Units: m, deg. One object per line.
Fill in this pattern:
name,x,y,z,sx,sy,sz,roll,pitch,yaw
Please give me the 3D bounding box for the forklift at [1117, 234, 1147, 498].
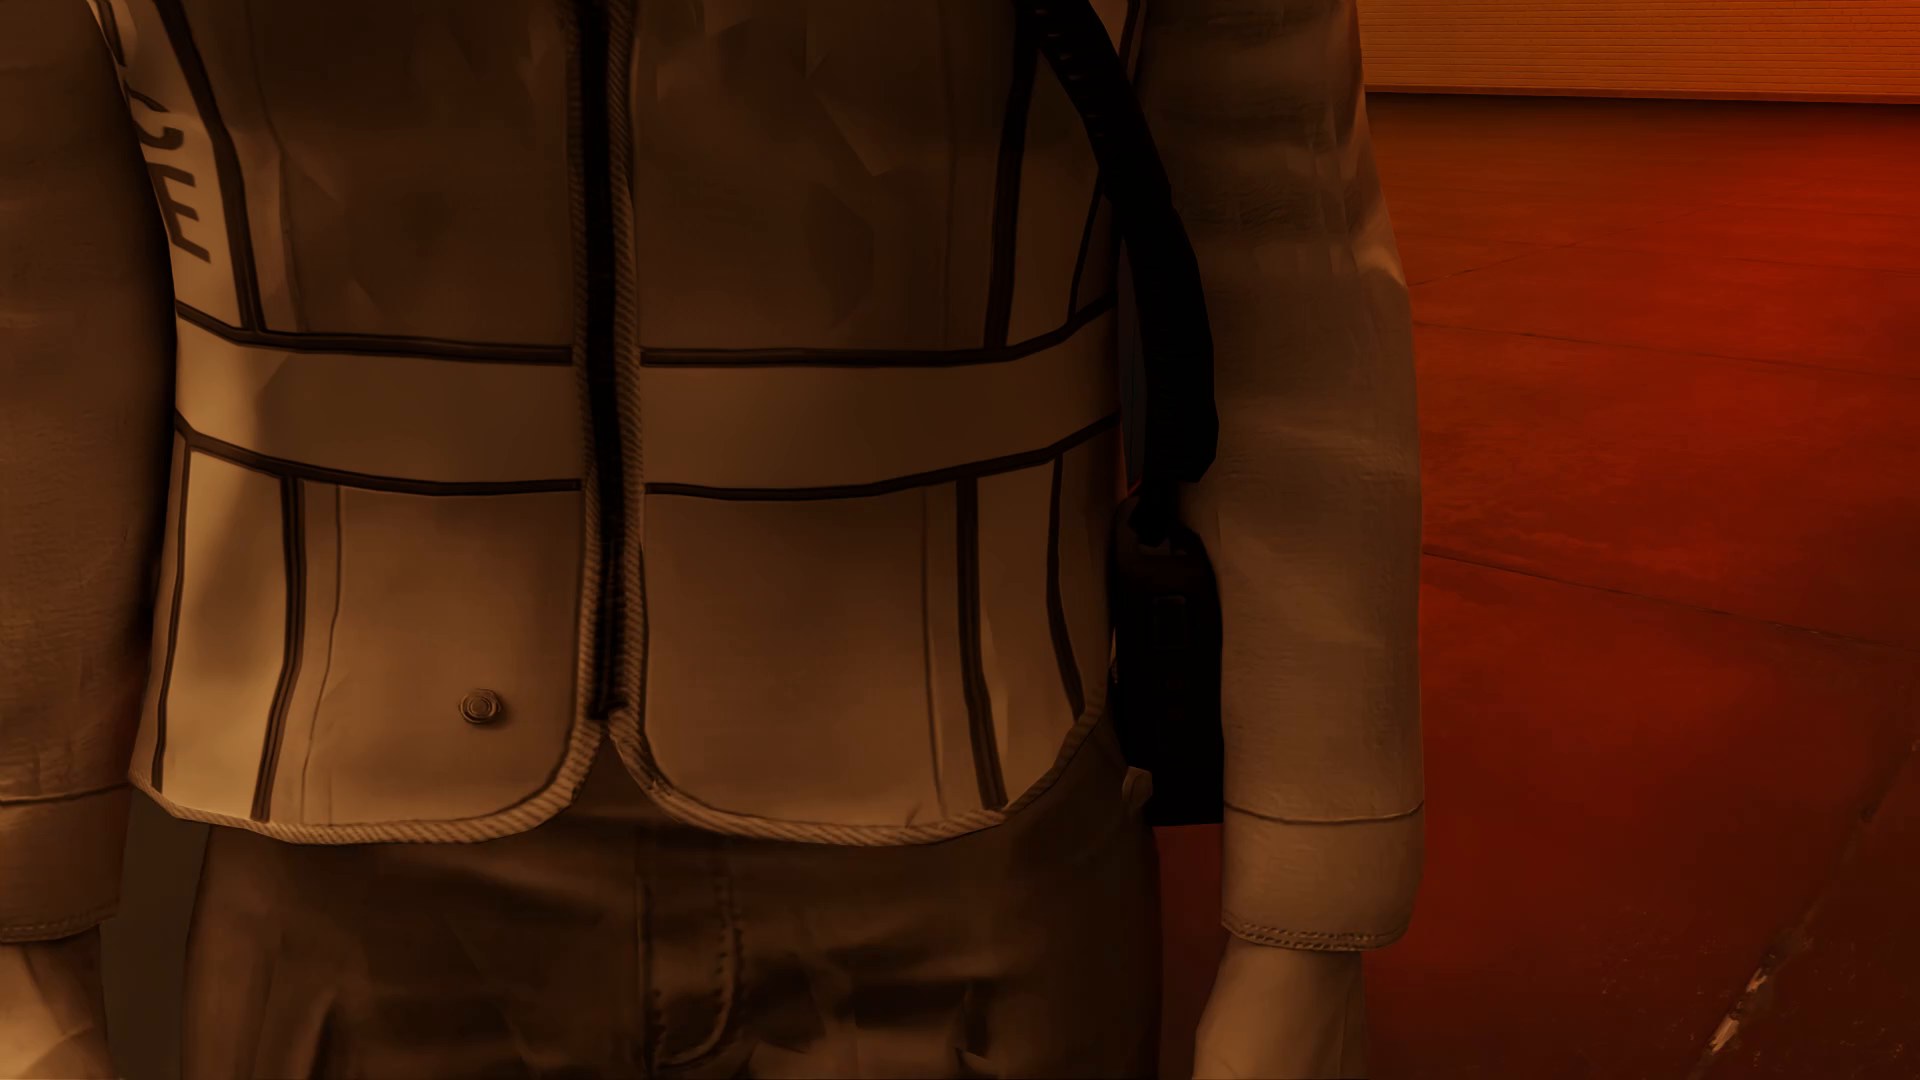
forklift,0.182,-1.571,4.072,1.130,2.935,3.031,5,18,17
